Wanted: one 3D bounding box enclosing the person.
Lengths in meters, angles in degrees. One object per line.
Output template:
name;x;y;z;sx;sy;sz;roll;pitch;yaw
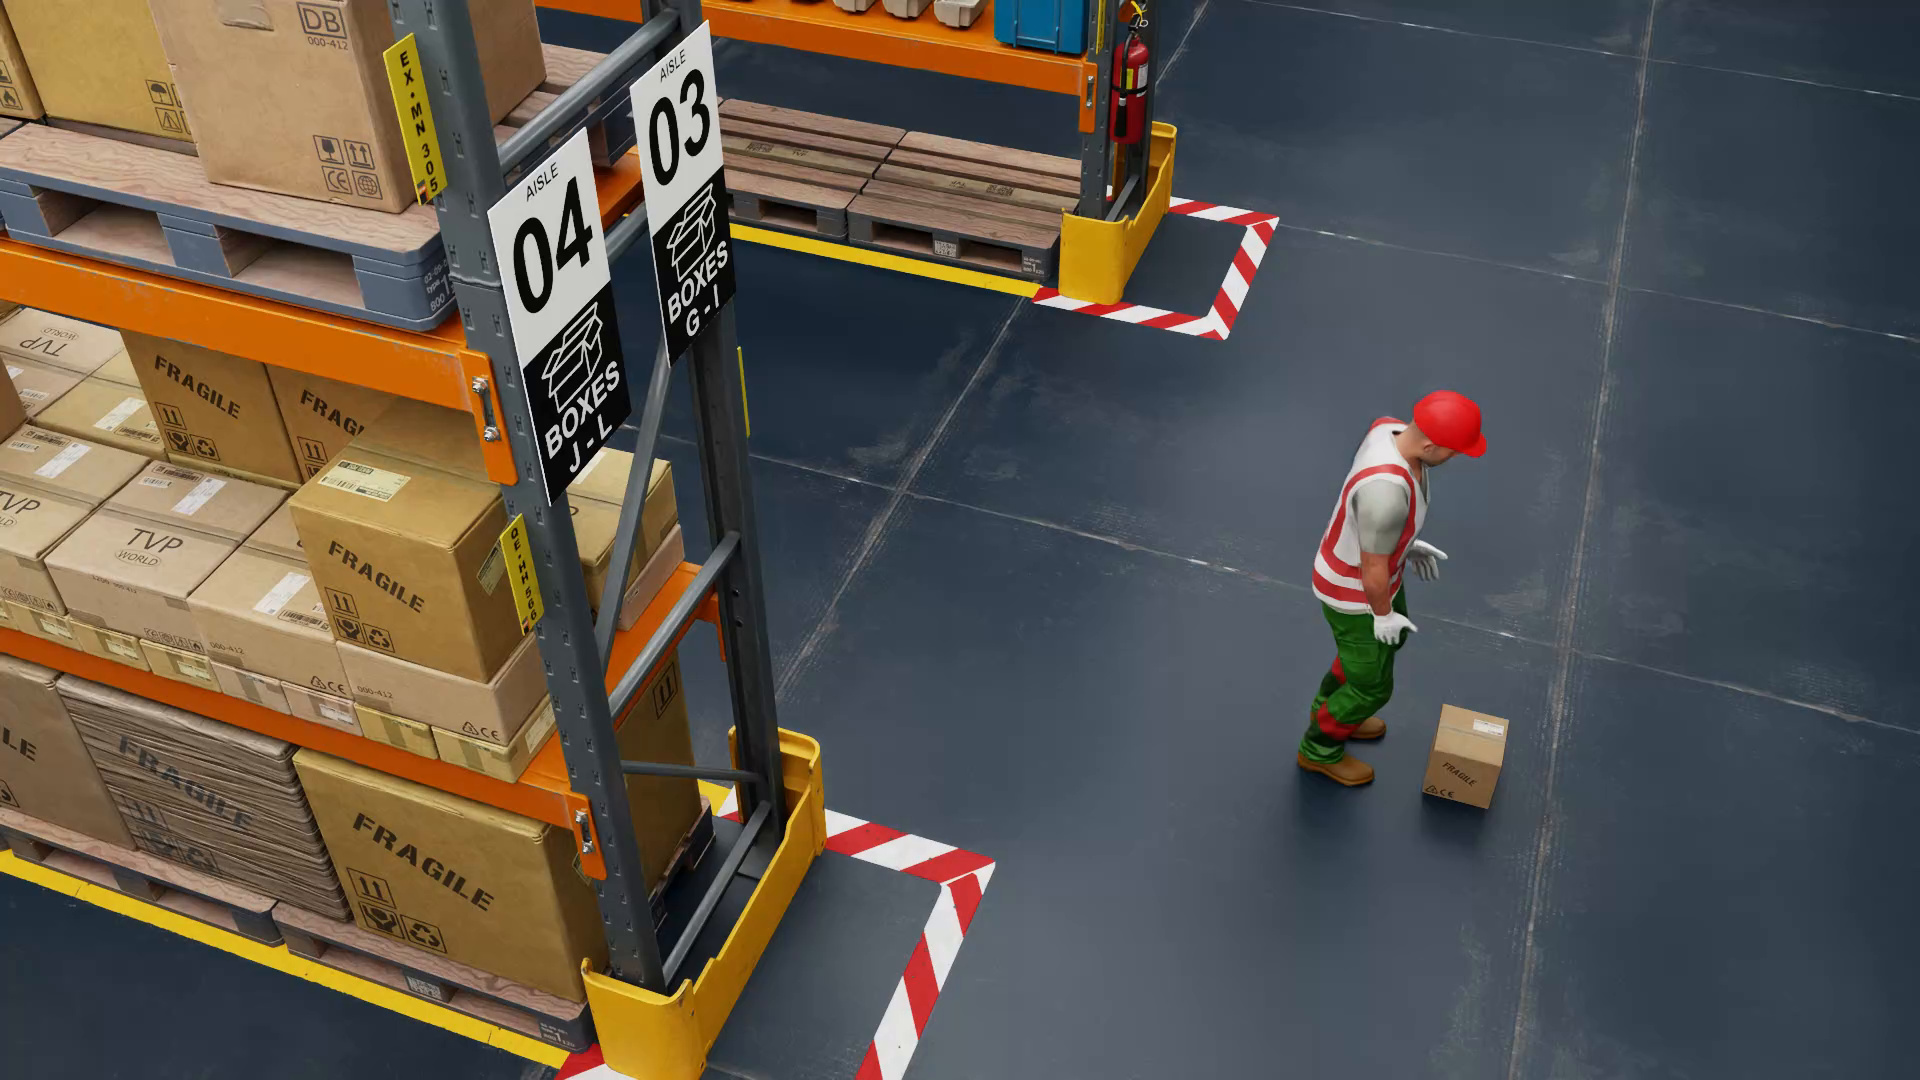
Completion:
person;1.521;0.153;6.016;0.477;1.724;0.547;15;43;16
